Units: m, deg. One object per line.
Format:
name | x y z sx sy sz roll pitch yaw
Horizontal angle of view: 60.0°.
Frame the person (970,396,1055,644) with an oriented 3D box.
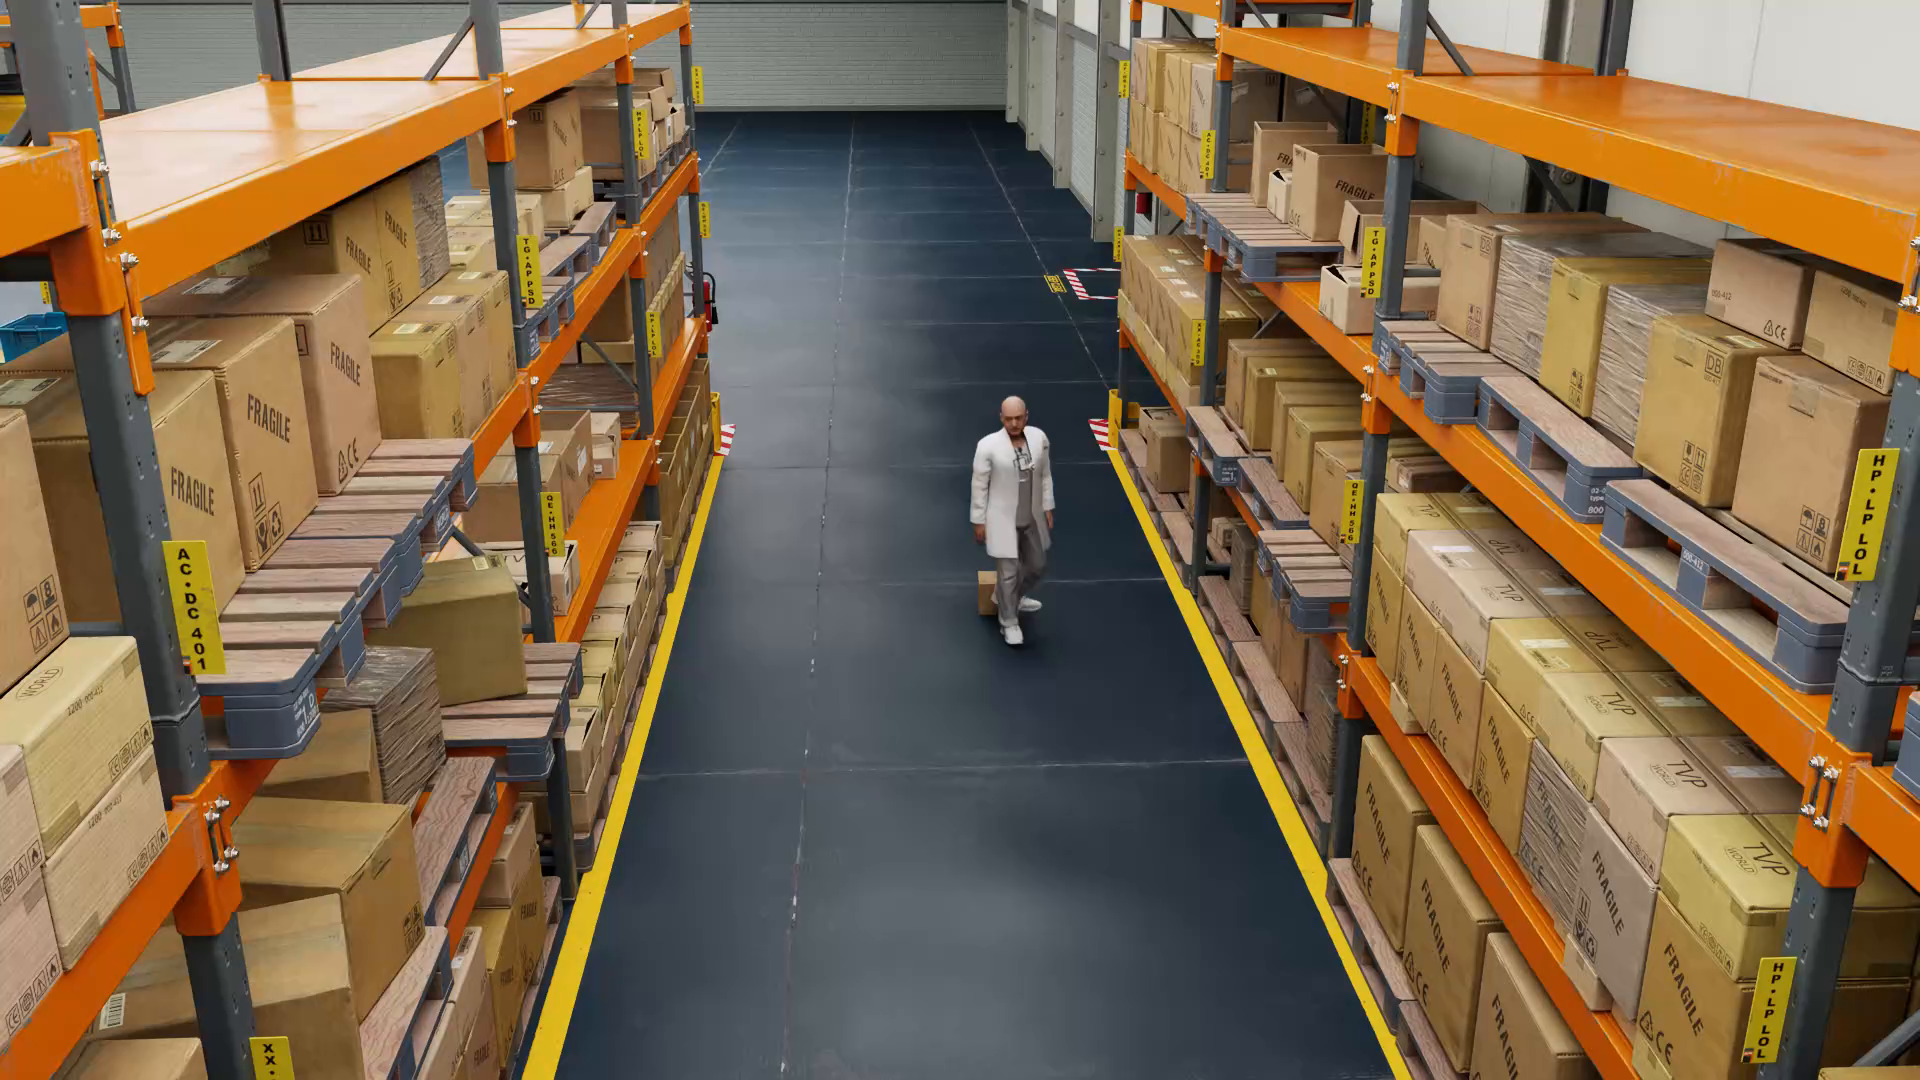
person | 0.349 -0.177 11.573 0.625 1.771 0.622 -10 22 -24
